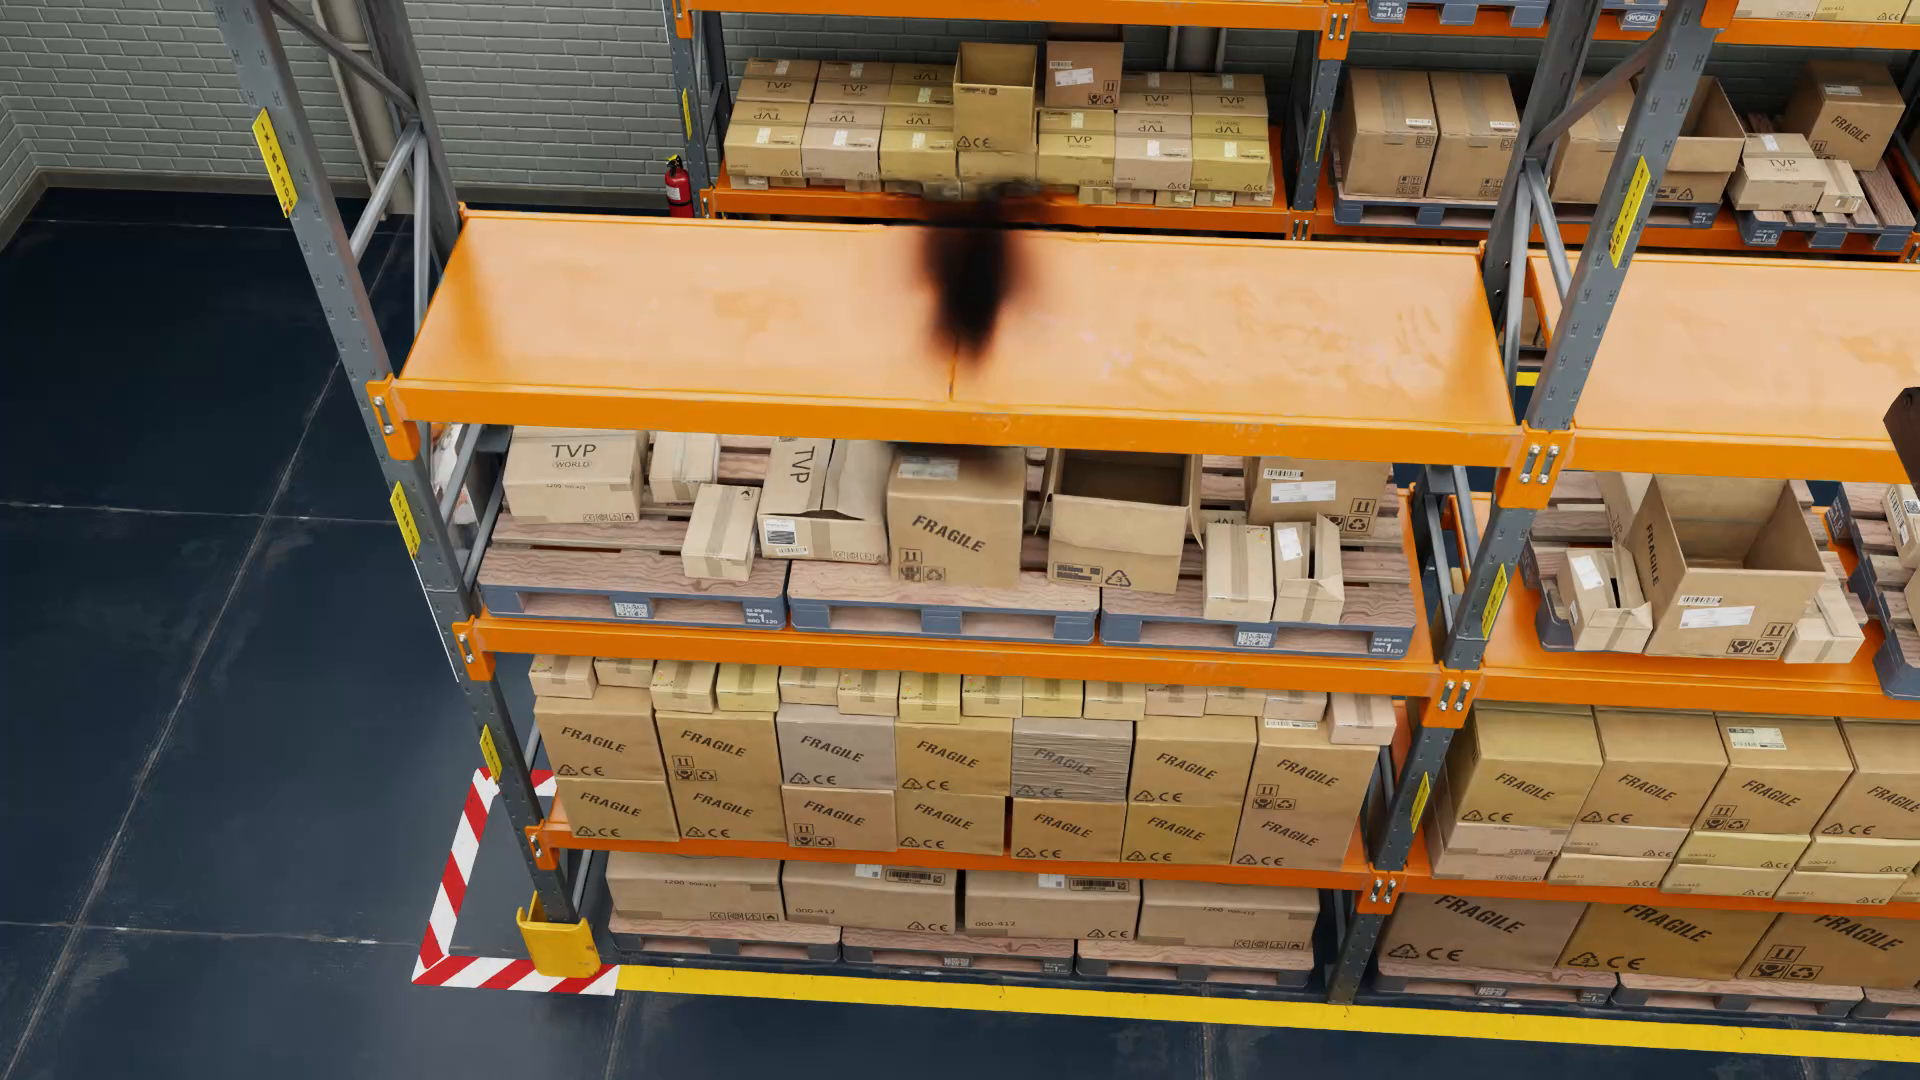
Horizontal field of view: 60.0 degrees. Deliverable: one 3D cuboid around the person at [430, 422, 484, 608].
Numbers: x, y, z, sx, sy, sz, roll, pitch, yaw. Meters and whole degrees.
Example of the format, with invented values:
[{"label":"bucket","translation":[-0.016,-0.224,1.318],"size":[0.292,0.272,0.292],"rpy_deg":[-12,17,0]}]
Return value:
[{"label":"person","translation":[-2.938,-0.240,9.736],"size":[0.664,1.755,0.945],"rpy_deg":[1,48,1]}]
